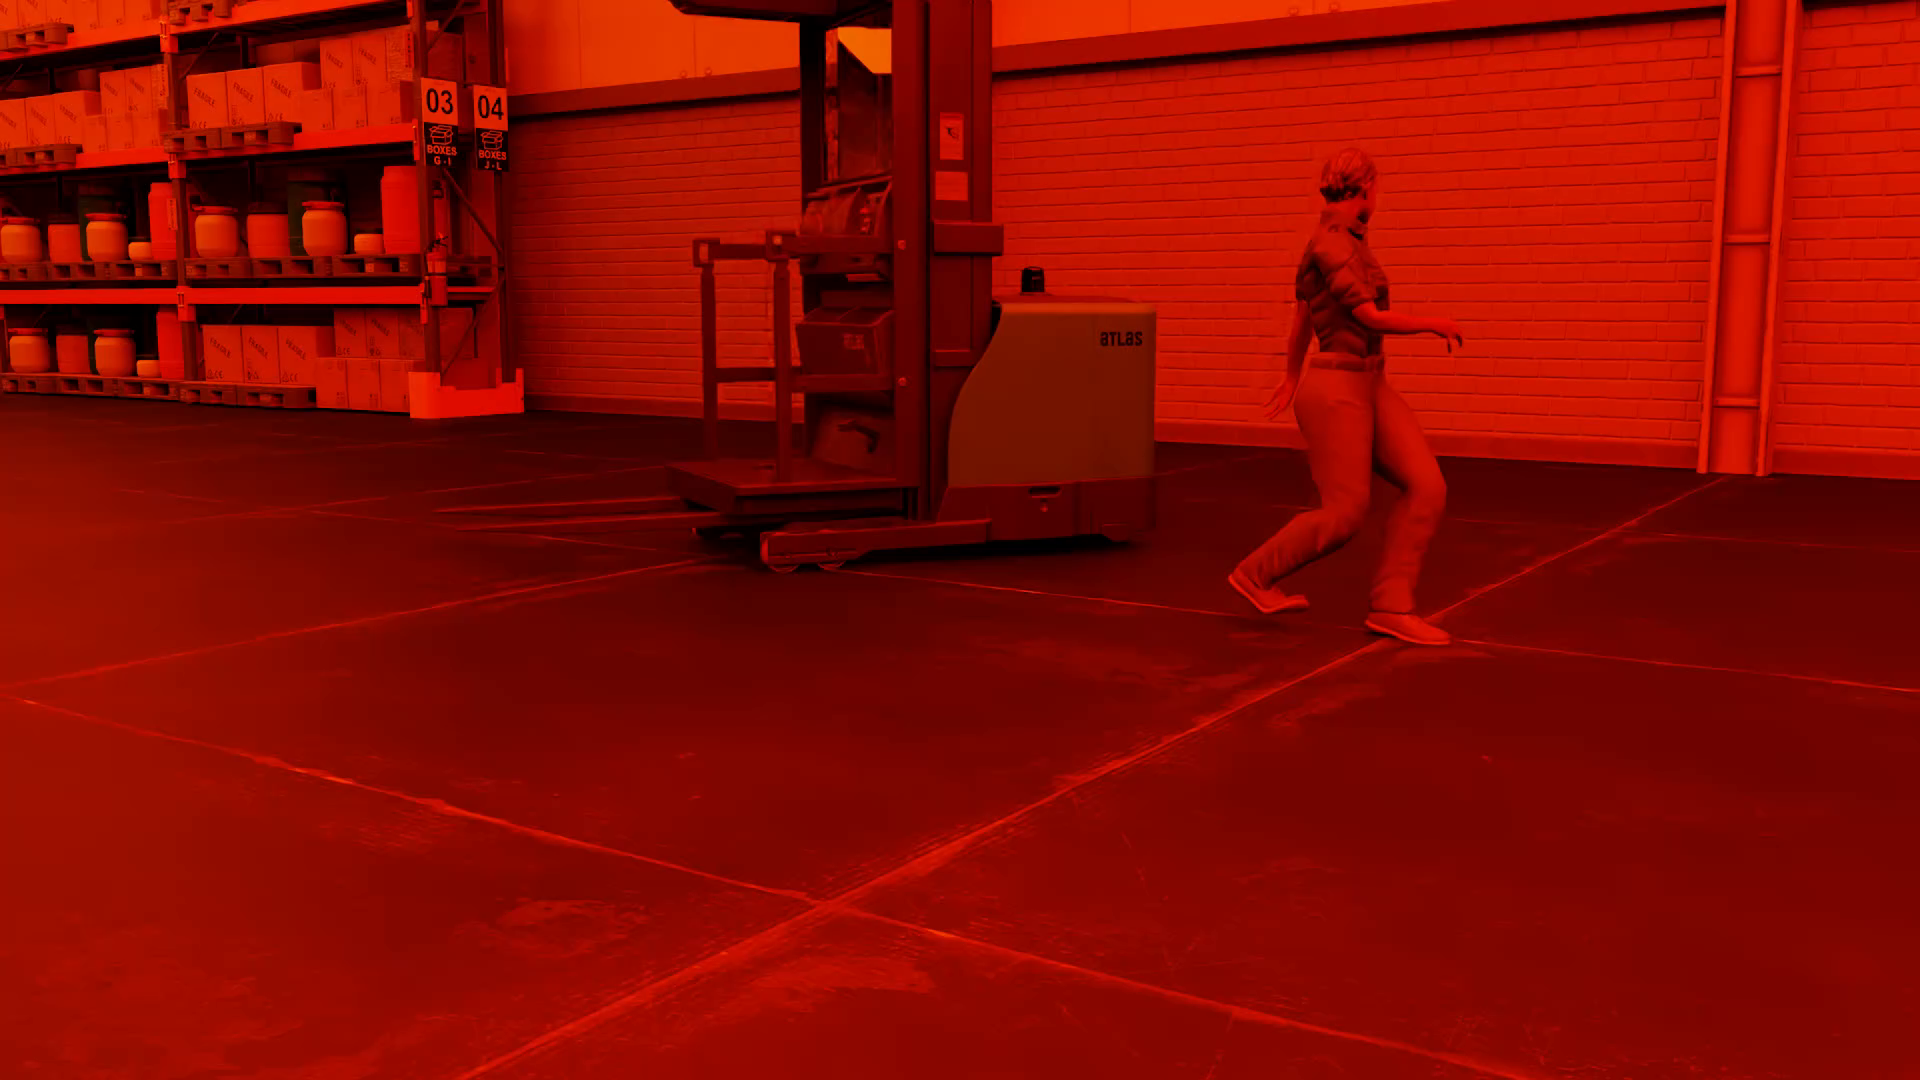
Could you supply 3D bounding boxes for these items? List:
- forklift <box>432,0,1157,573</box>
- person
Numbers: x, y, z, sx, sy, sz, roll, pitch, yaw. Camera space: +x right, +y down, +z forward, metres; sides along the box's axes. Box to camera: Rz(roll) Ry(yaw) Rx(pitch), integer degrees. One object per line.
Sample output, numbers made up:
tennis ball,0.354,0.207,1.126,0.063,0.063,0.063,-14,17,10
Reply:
forklift,-0.677,-1.403,7.057,3.031,2.935,1.130,-4,9,-25
person,1.259,-0.474,5.423,0.776,1.582,0.507,6,10,35
